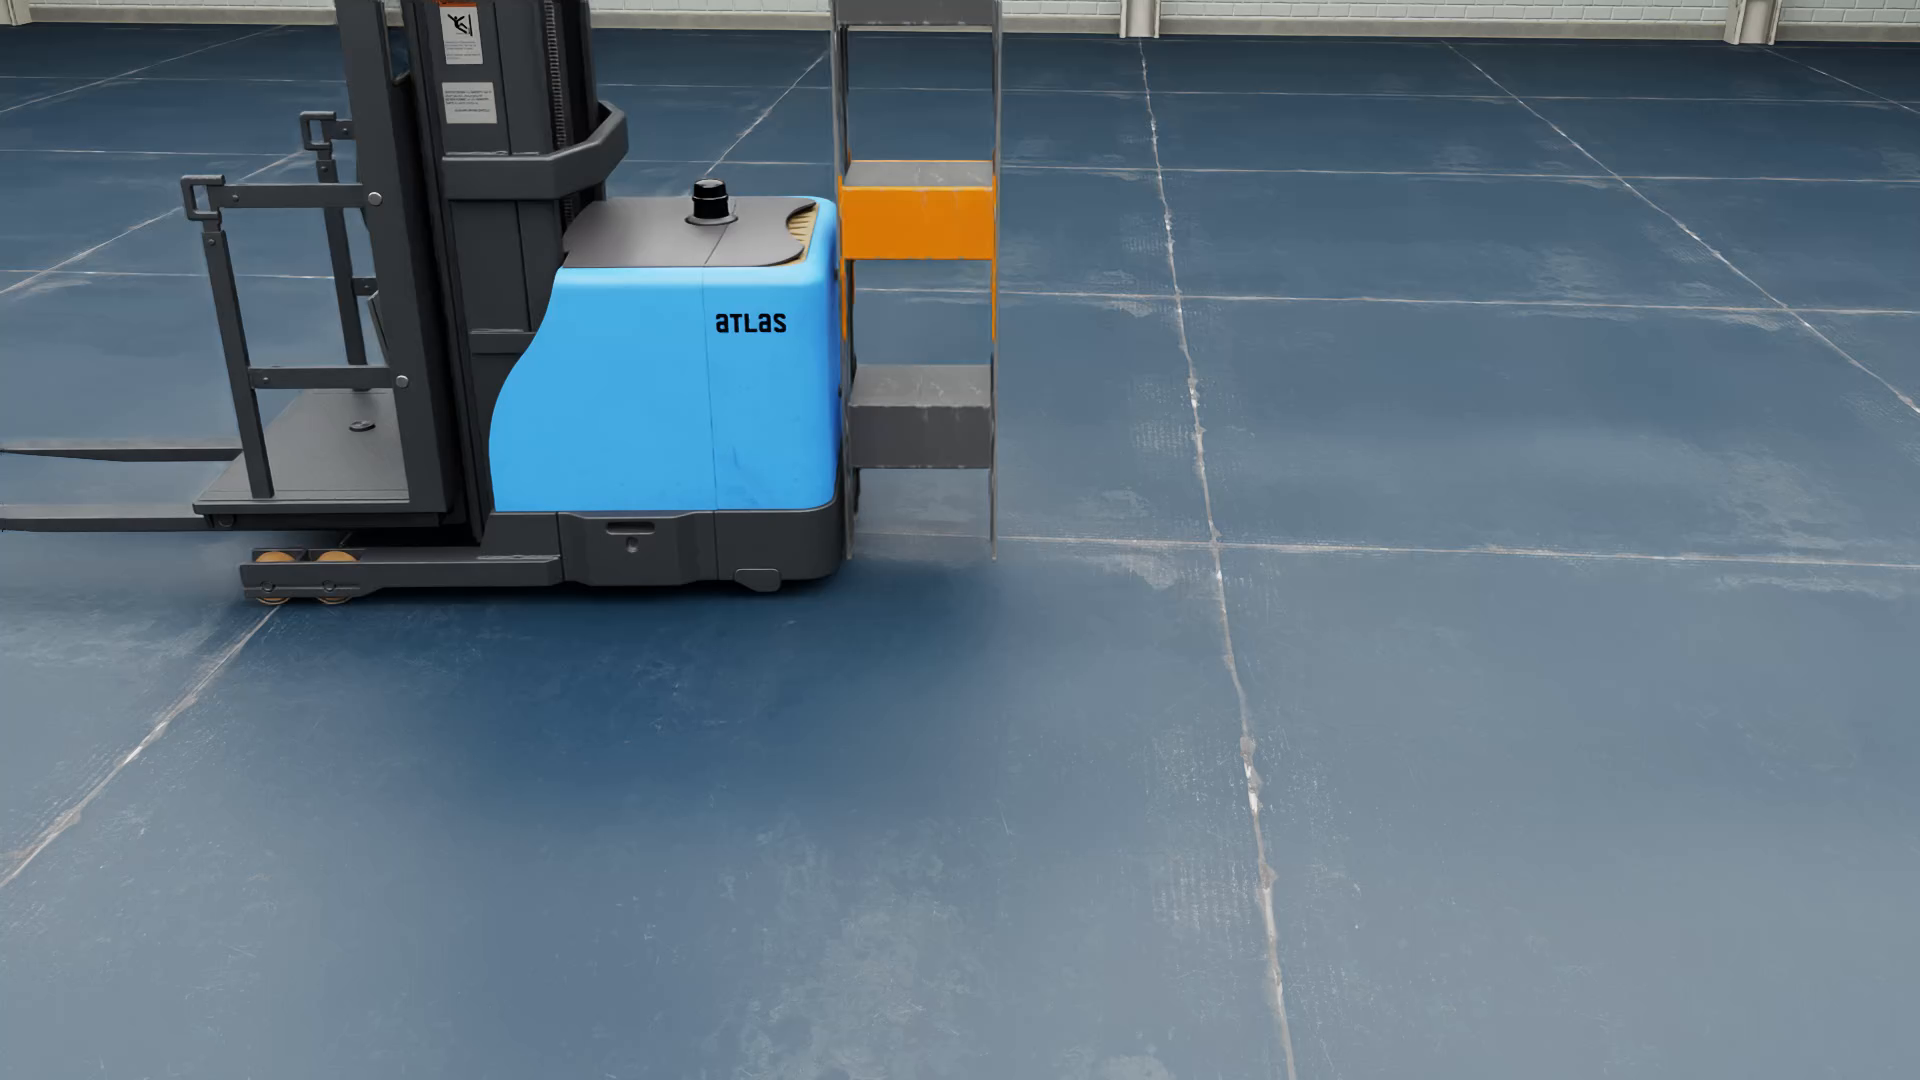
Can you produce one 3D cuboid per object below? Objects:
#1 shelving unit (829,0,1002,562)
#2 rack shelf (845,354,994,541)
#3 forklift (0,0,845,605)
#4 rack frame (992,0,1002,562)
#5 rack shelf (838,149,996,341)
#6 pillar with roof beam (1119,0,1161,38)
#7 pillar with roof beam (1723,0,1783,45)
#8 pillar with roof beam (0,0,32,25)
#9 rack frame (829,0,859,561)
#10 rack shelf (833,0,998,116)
[{"bbox_3d":[-0.128,-0.966,5.337,0.503,2.100,0.431,0,25,0],"label":"shelving unit"},{"bbox_3d":[-0.128,-0.317,5.635,0.480,0.518,0.431,0,25,0],"label":"rack shelf"},{"bbox_3d":[-1.914,-1.348,5.174,3.031,2.935,1.130,0,25,-1],"label":"forklift"},{"bbox_3d":[0.116,-0.965,5.334,0.015,2.100,0.400,0,25,0],"label":"rack frame"},{"bbox_3d":[-0.128,-0.953,5.342,0.480,0.518,0.431,0,25,0],"label":"rack shelf"},{"bbox_3d":[1.489,-7.414,11.098,0.400,9.000,9.100,2,25,4],"label":"pillar with roof beam"},{"bbox_3d":[7.472,-7.222,10.681,0.400,9.000,9.100,2,25,4],"label":"pillar with roof beam"},{"bbox_3d":[-10.475,-7.798,11.932,0.400,9.000,9.100,2,25,4],"label":"pillar with roof beam"},{"bbox_3d":[-0.372,-0.967,5.339,0.015,2.100,0.400,0,25,0],"label":"rack frame"},{"bbox_3d":[-0.128,-1.589,5.050,0.480,0.518,0.431,0,25,0],"label":"rack shelf"}]
